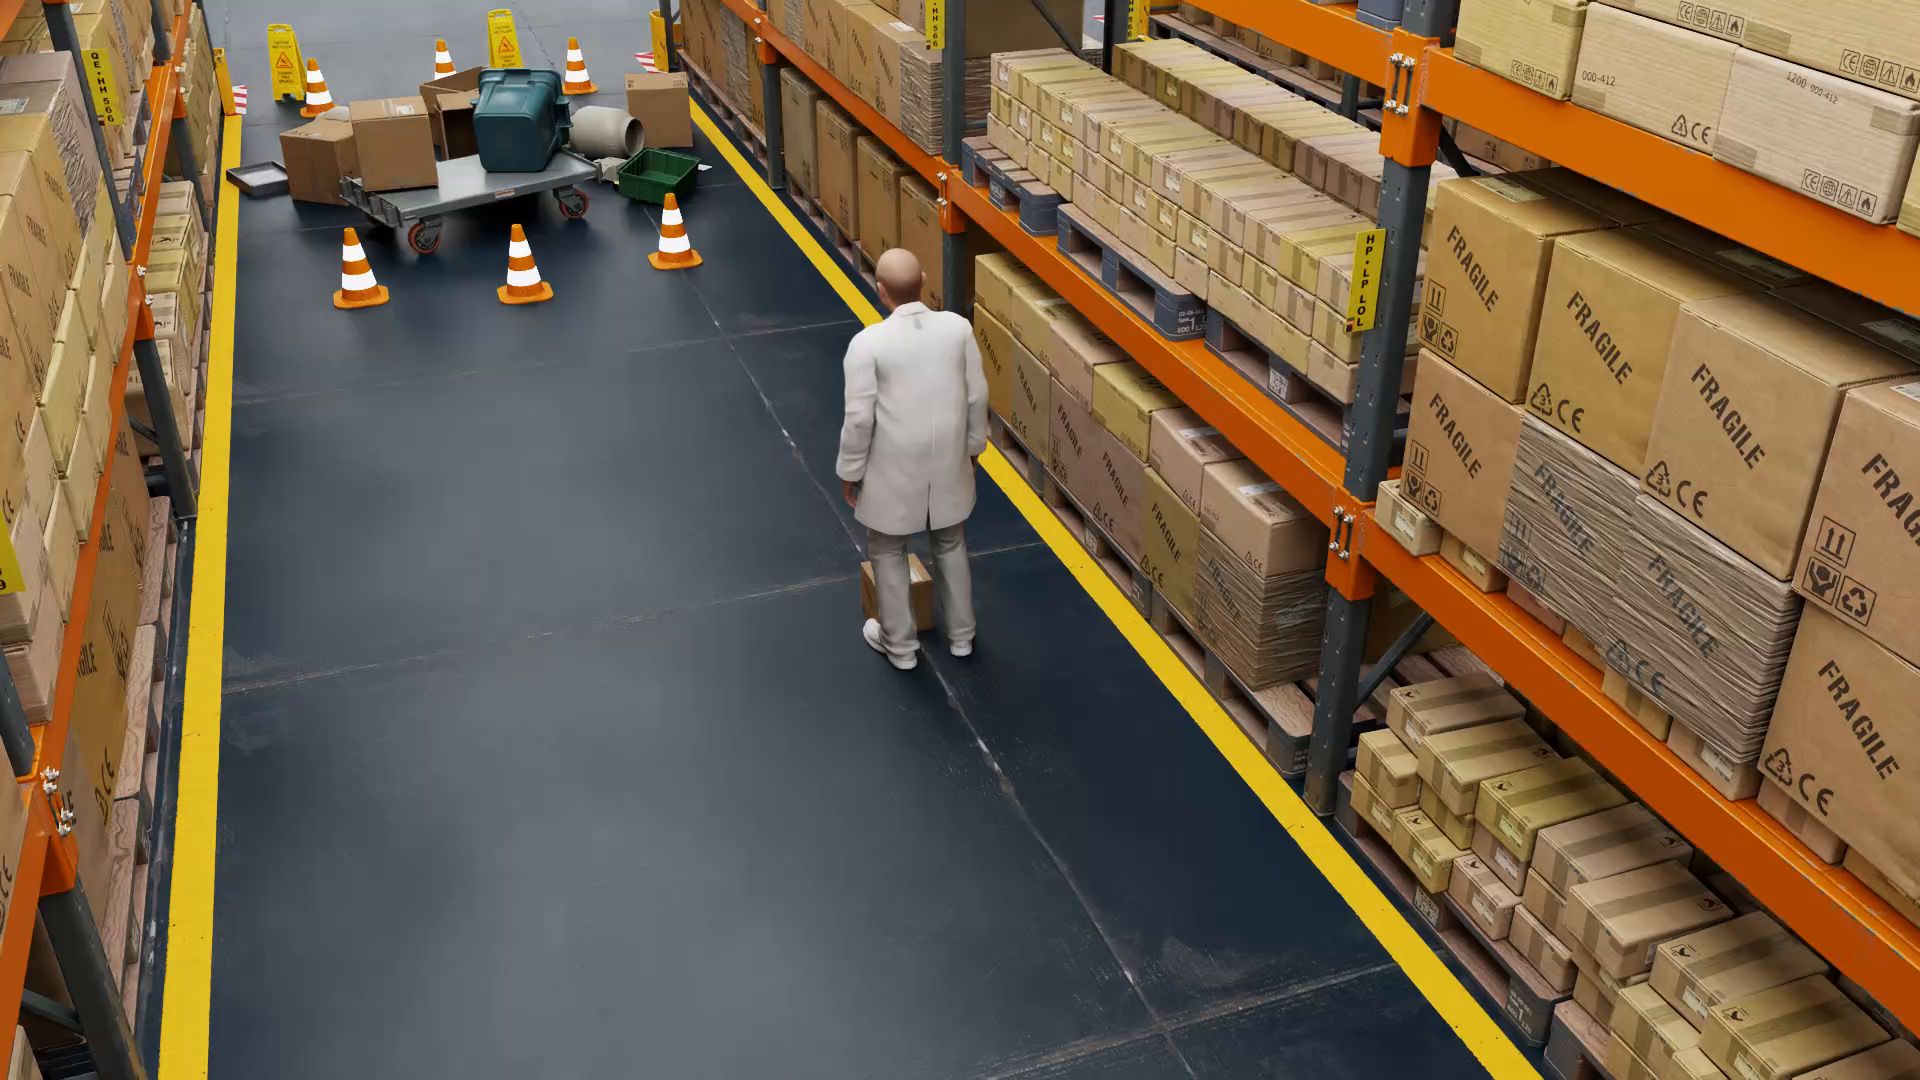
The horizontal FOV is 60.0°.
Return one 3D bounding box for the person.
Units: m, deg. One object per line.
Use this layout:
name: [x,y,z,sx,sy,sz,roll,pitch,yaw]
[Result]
person: [-0.191,-0.309,6.692,0.648,1.772,0.429,-12,32,-20]
